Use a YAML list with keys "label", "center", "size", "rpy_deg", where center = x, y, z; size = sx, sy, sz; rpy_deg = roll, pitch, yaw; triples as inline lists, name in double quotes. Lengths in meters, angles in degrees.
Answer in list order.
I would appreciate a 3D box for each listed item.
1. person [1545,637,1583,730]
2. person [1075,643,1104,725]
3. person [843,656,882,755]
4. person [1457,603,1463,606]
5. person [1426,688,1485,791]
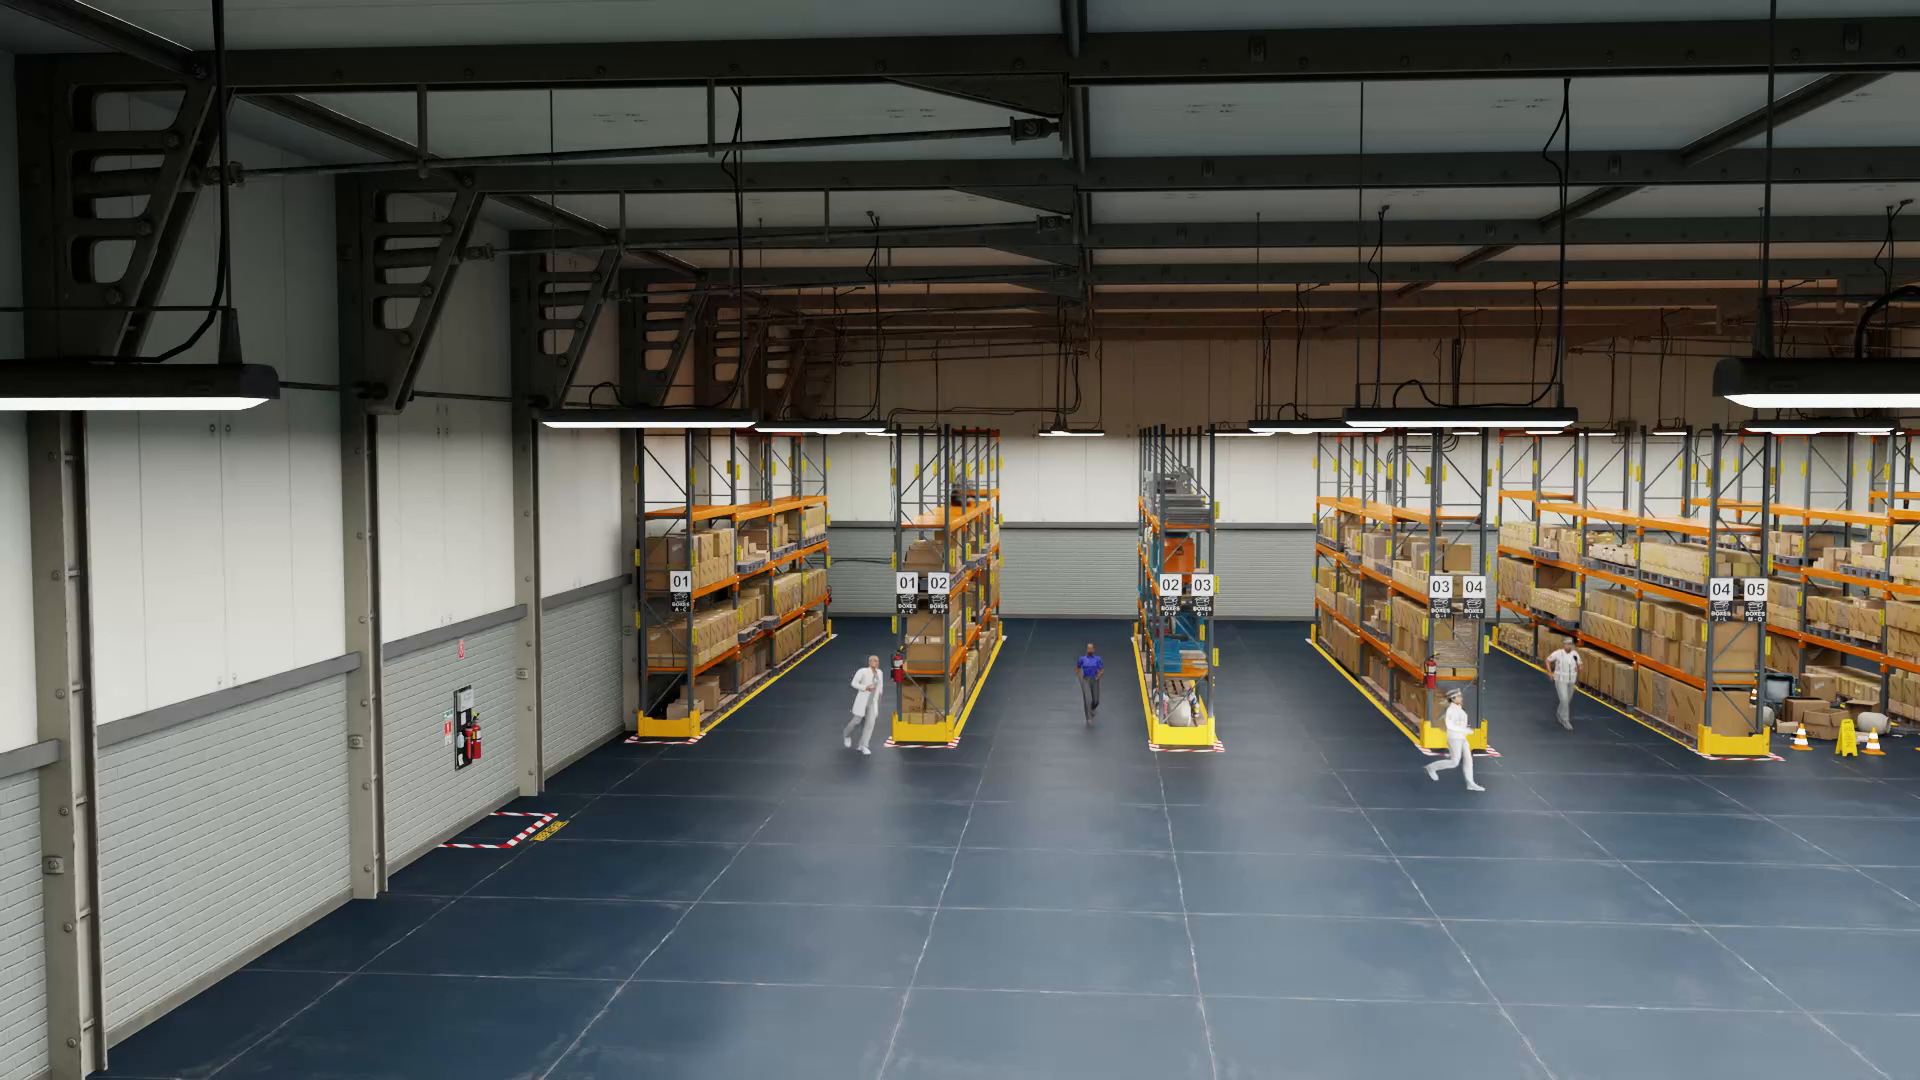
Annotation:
- label: "person"
  center: [12.045, 2.808, 33.054]
  size: [0.666, 1.801, 0.898]
  rpy_deg: [0, 4, -8]
- label: "person"
  center: [2.607, 2.878, 33.489]
  size: [0.581, 1.608, 0.701]
  rpy_deg: [0, 3, 1]
- label: "person"
  center: [-1.675, 2.989, 30.533]
  size: [0.716, 1.748, 1.015]
  rpy_deg: [-2, 4, -28]
- label: "person"
  center: [13.920, 2.033, 46.588]
  size: [0.762, 1.742, 0.753]
  rpy_deg: [-2, 4, -33]
- label: "person"
  center: [8.072, 3.204, 27.119]
  size: [0.766, 1.605, 0.630]
  rpy_deg: [2, 4, 34]
